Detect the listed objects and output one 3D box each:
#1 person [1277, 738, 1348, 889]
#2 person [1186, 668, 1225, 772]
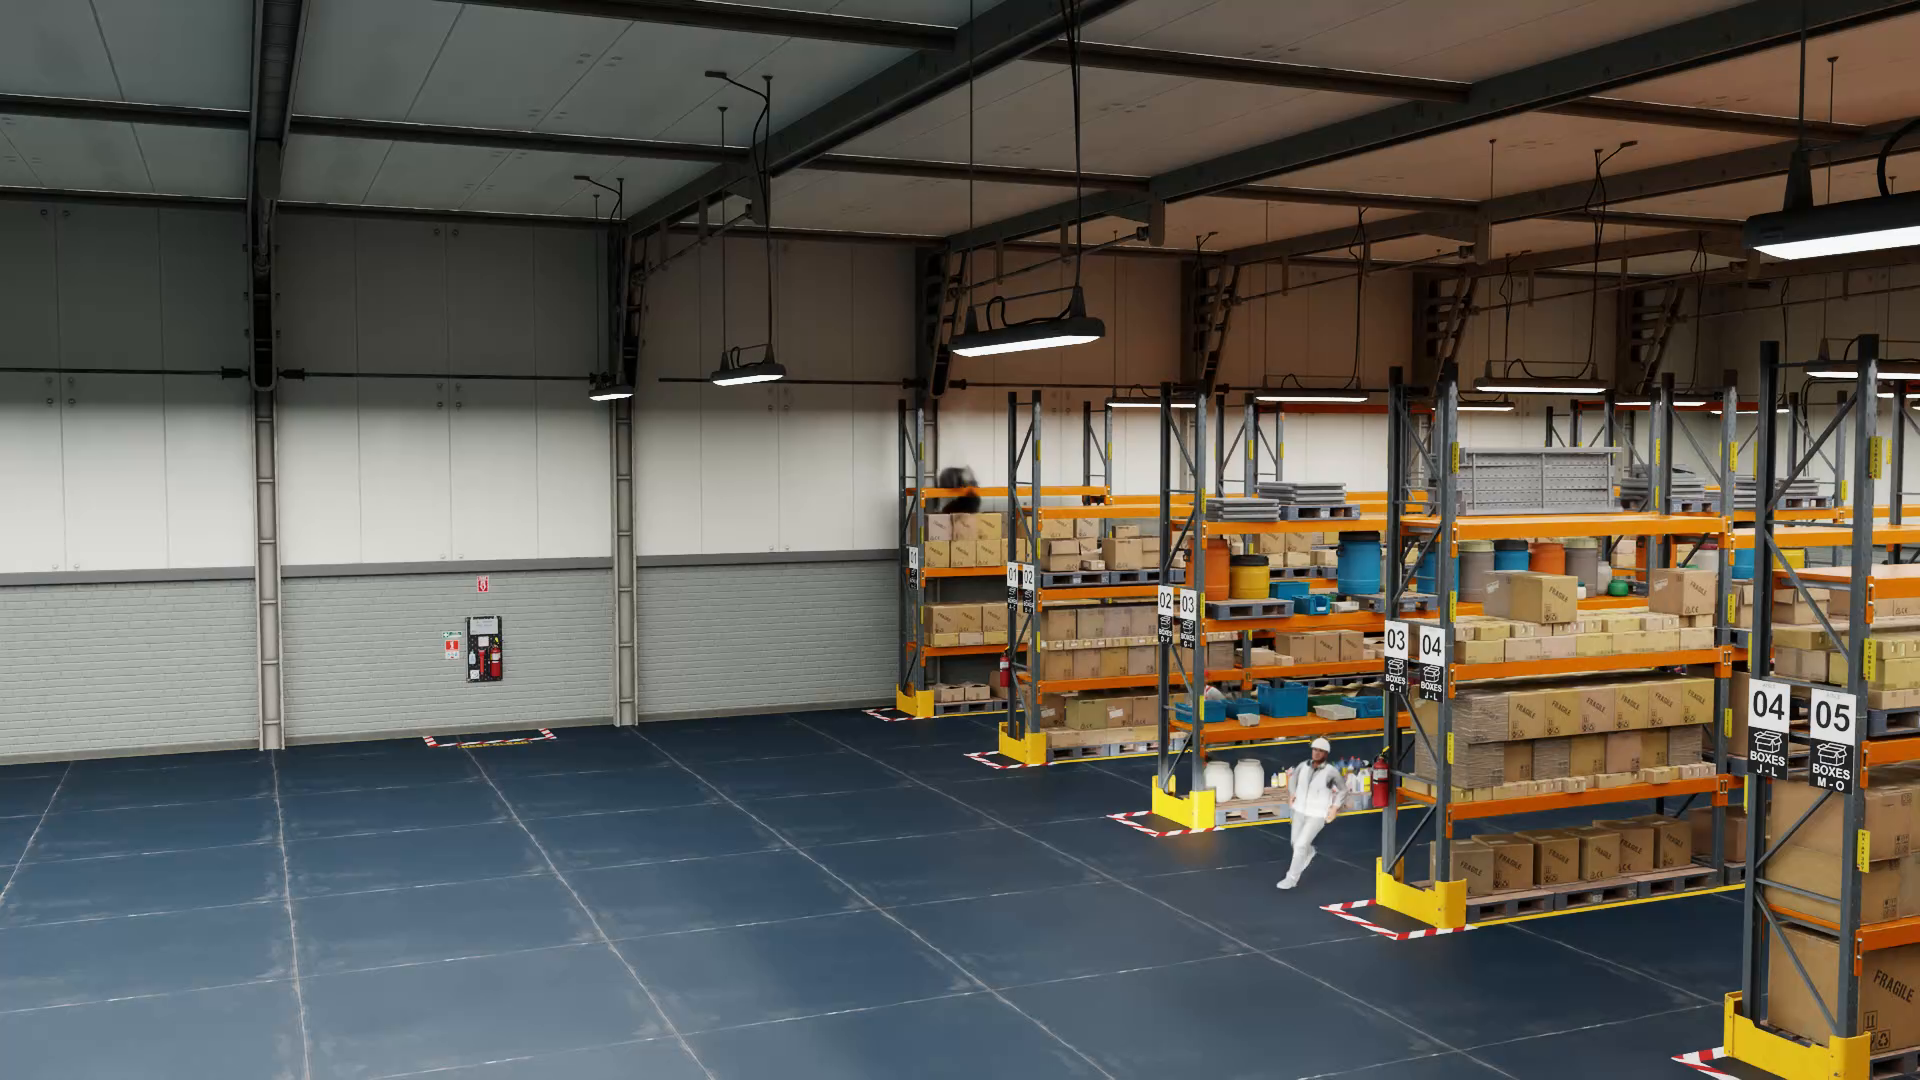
[{"bbox_3d":[4.114,3.161,19.346,0.714,1.728,0.889,3,4,40],"label":"person"},{"bbox_3d":[3.615,2.804,25.138,0.618,1.745,0.643,-3,4,-38],"label":"person"}]
